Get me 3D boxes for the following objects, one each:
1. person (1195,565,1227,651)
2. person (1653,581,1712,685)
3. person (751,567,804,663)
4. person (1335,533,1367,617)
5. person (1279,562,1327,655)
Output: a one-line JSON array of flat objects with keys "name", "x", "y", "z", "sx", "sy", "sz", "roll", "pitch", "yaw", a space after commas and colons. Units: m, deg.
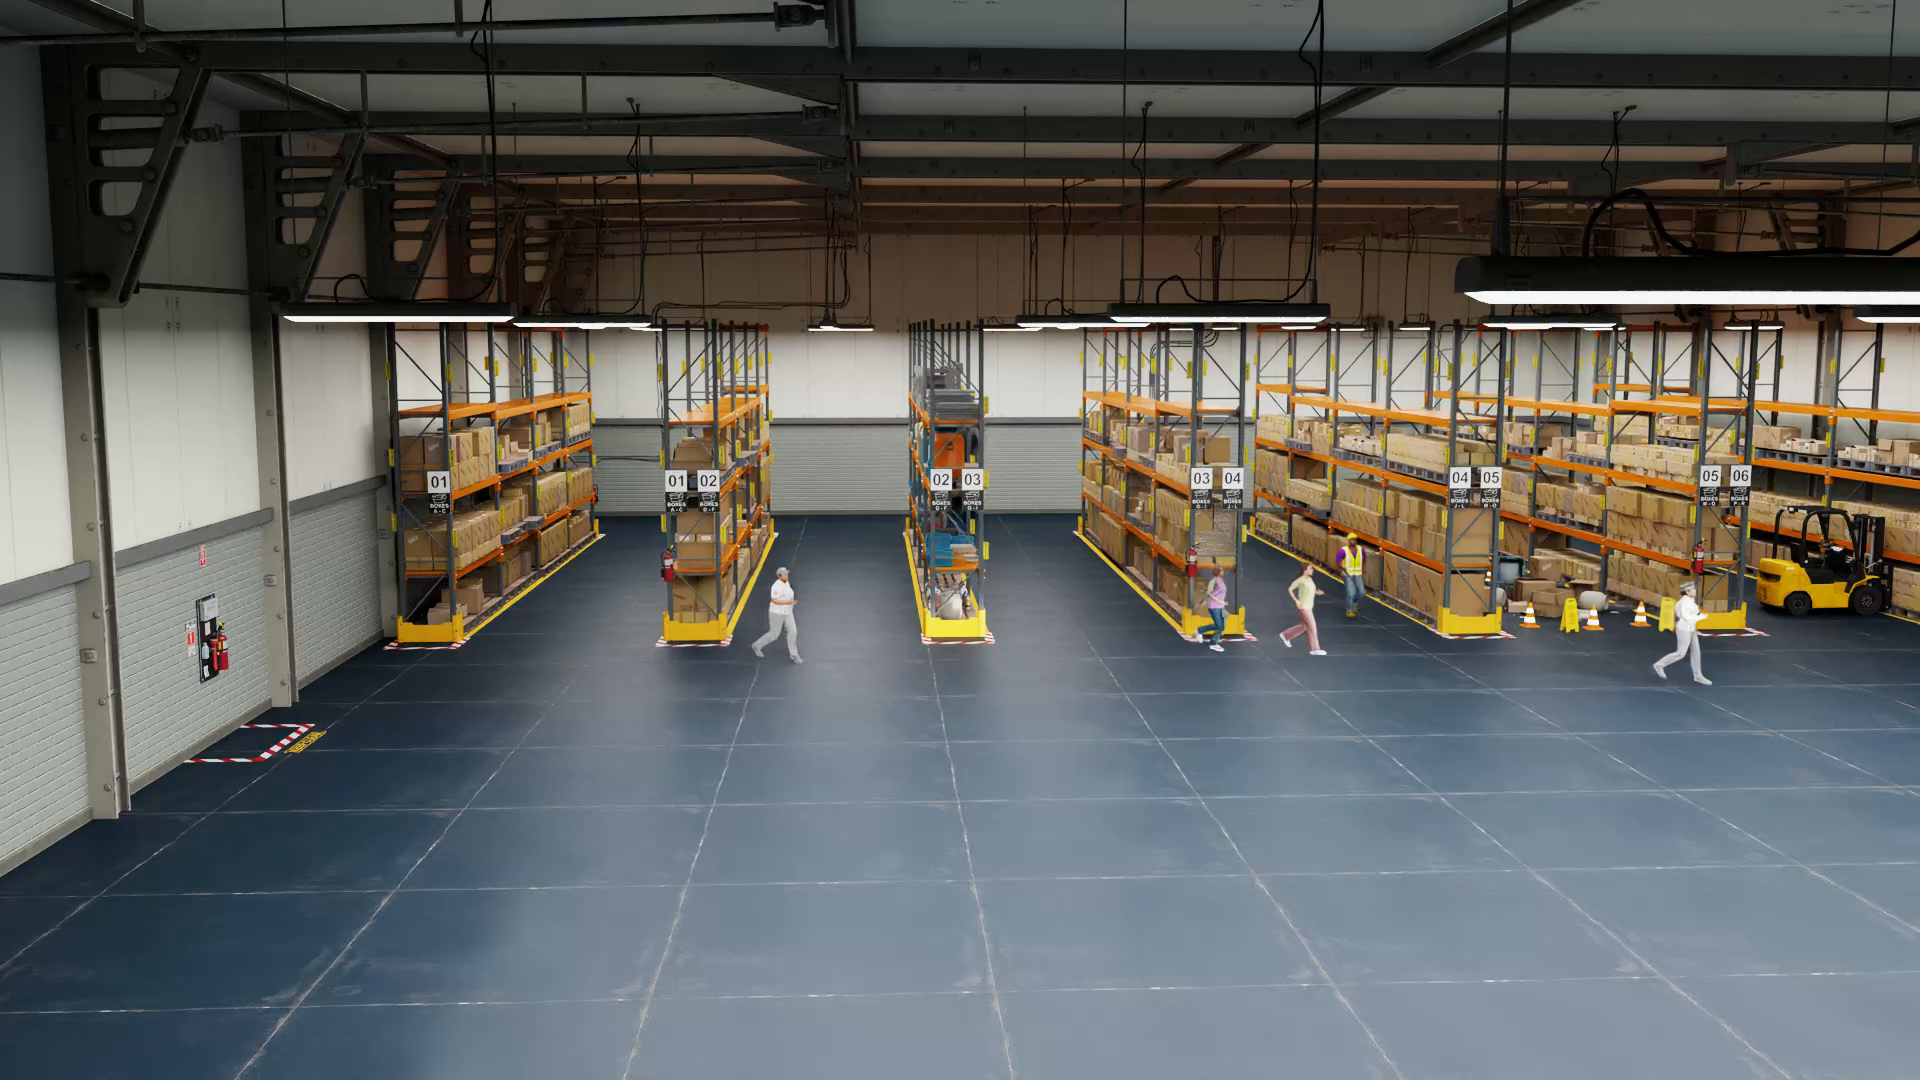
[{"name": "person", "x": 4.641, "y": 1.228, "z": 30.328, "sx": 0.560, "sy": 1.558, "sz": 0.537, "roll": 5, "pitch": 8, "yaw": 34}, {"name": "person", "x": 11.885, "y": 1.499, "z": 27.263, "sx": 0.907, "sy": 1.685, "sz": 0.644, "roll": 4, "pitch": 8, "yaw": 32}, {"name": "person", "x": -3.178, "y": 1.311, "z": 29.164, "sx": 0.933, "sy": 1.693, "sz": 0.615, "roll": 3, "pitch": 8, "yaw": 24}, {"name": "person", "x": 7.946, "y": 0.713, "z": 33.635, "sx": 0.674, "sy": 1.719, "sz": 0.569, "roll": -1, "pitch": 7, "yaw": -6}, {"name": "person", "x": 6.147, "y": 1.211, "z": 29.760, "sx": 0.902, "sy": 1.650, "sz": 0.579, "roll": 5, "pitch": 8, "yaw": 33}]
